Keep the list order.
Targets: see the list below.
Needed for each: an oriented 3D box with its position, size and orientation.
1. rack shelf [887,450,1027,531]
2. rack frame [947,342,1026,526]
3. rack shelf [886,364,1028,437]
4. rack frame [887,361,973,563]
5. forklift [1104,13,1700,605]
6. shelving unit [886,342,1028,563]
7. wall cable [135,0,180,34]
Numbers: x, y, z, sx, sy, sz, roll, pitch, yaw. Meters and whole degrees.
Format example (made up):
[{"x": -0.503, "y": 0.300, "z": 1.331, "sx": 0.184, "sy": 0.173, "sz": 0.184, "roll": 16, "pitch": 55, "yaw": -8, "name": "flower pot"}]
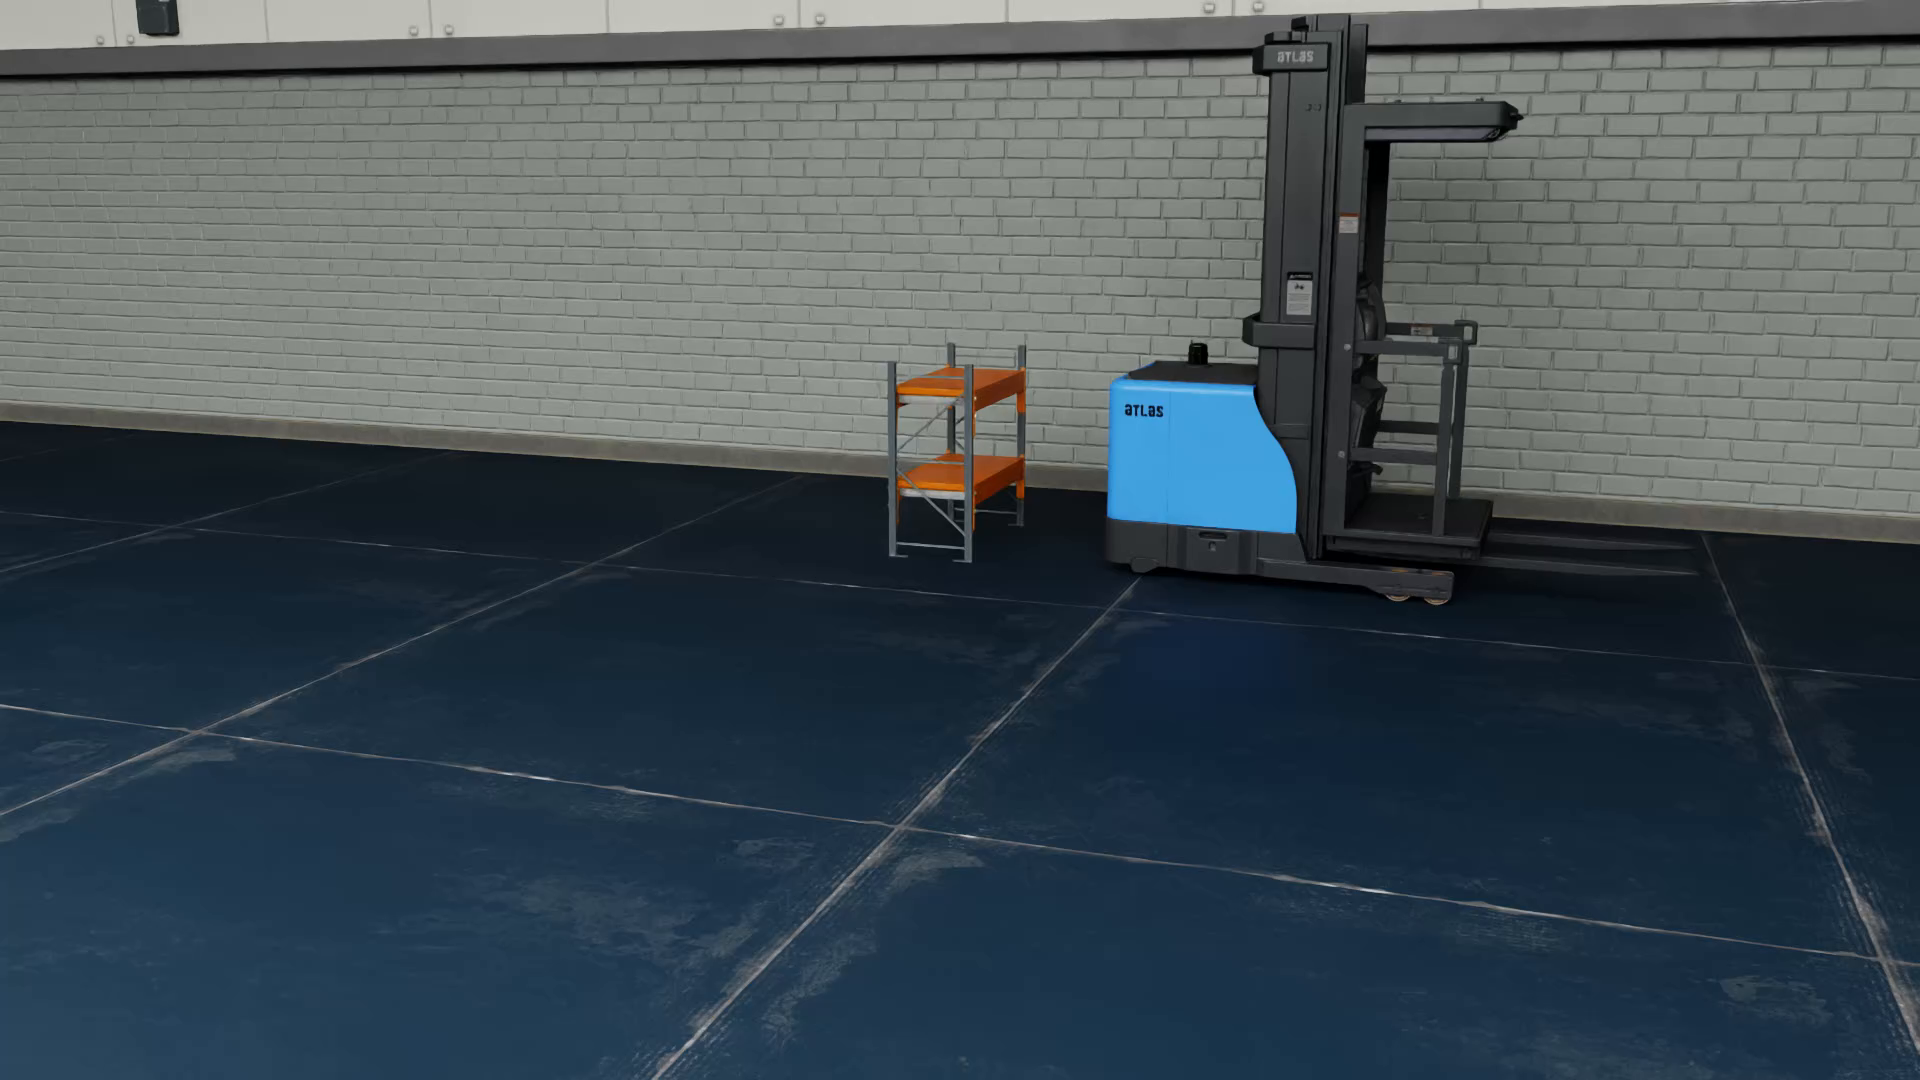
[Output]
[{"x": -0.002, "y": -0.309, "z": 9.911, "sx": 0.538, "sy": 0.278, "sz": 1.000, "roll": 4, "pitch": 14, "yaw": 18, "name": "rack shelf"}, {"x": 0.162, "y": -0.654, "z": 10.325, "sx": 0.500, "sy": 1.125, "sz": 0.032, "roll": 4, "pitch": 14, "yaw": 18, "name": "rack frame"}, {"x": -0.002, "y": -0.832, "z": 9.791, "sx": 0.538, "sy": 0.278, "sz": 1.000, "roll": 4, "pitch": 14, "yaw": 18, "name": "rack shelf"}, {"x": -0.167, "y": -0.440, "z": 9.388, "sx": 0.500, "sy": 1.125, "sz": 0.032, "roll": 4, "pitch": 14, "yaw": 18, "name": "rack frame"}, {"x": 2.367, "y": -1.229, "z": 8.788, "sx": 3.031, "sy": 2.935, "sz": 1.130, "roll": 5, "pitch": 14, "yaw": 20, "name": "forklift"}, {"x": -0.002, "y": -0.547, "z": 9.857, "sx": 0.538, "sy": 1.125, "sz": 1.048, "roll": 4, "pitch": 14, "yaw": 18, "name": "shelving unit"}, {"x": -5.387, "y": -6.852, "z": 12.143, "sx": 2.305, "sy": 6.003, "sz": 0.169, "roll": 4, "pitch": 14, "yaw": 18, "name": "wall cable"}]
